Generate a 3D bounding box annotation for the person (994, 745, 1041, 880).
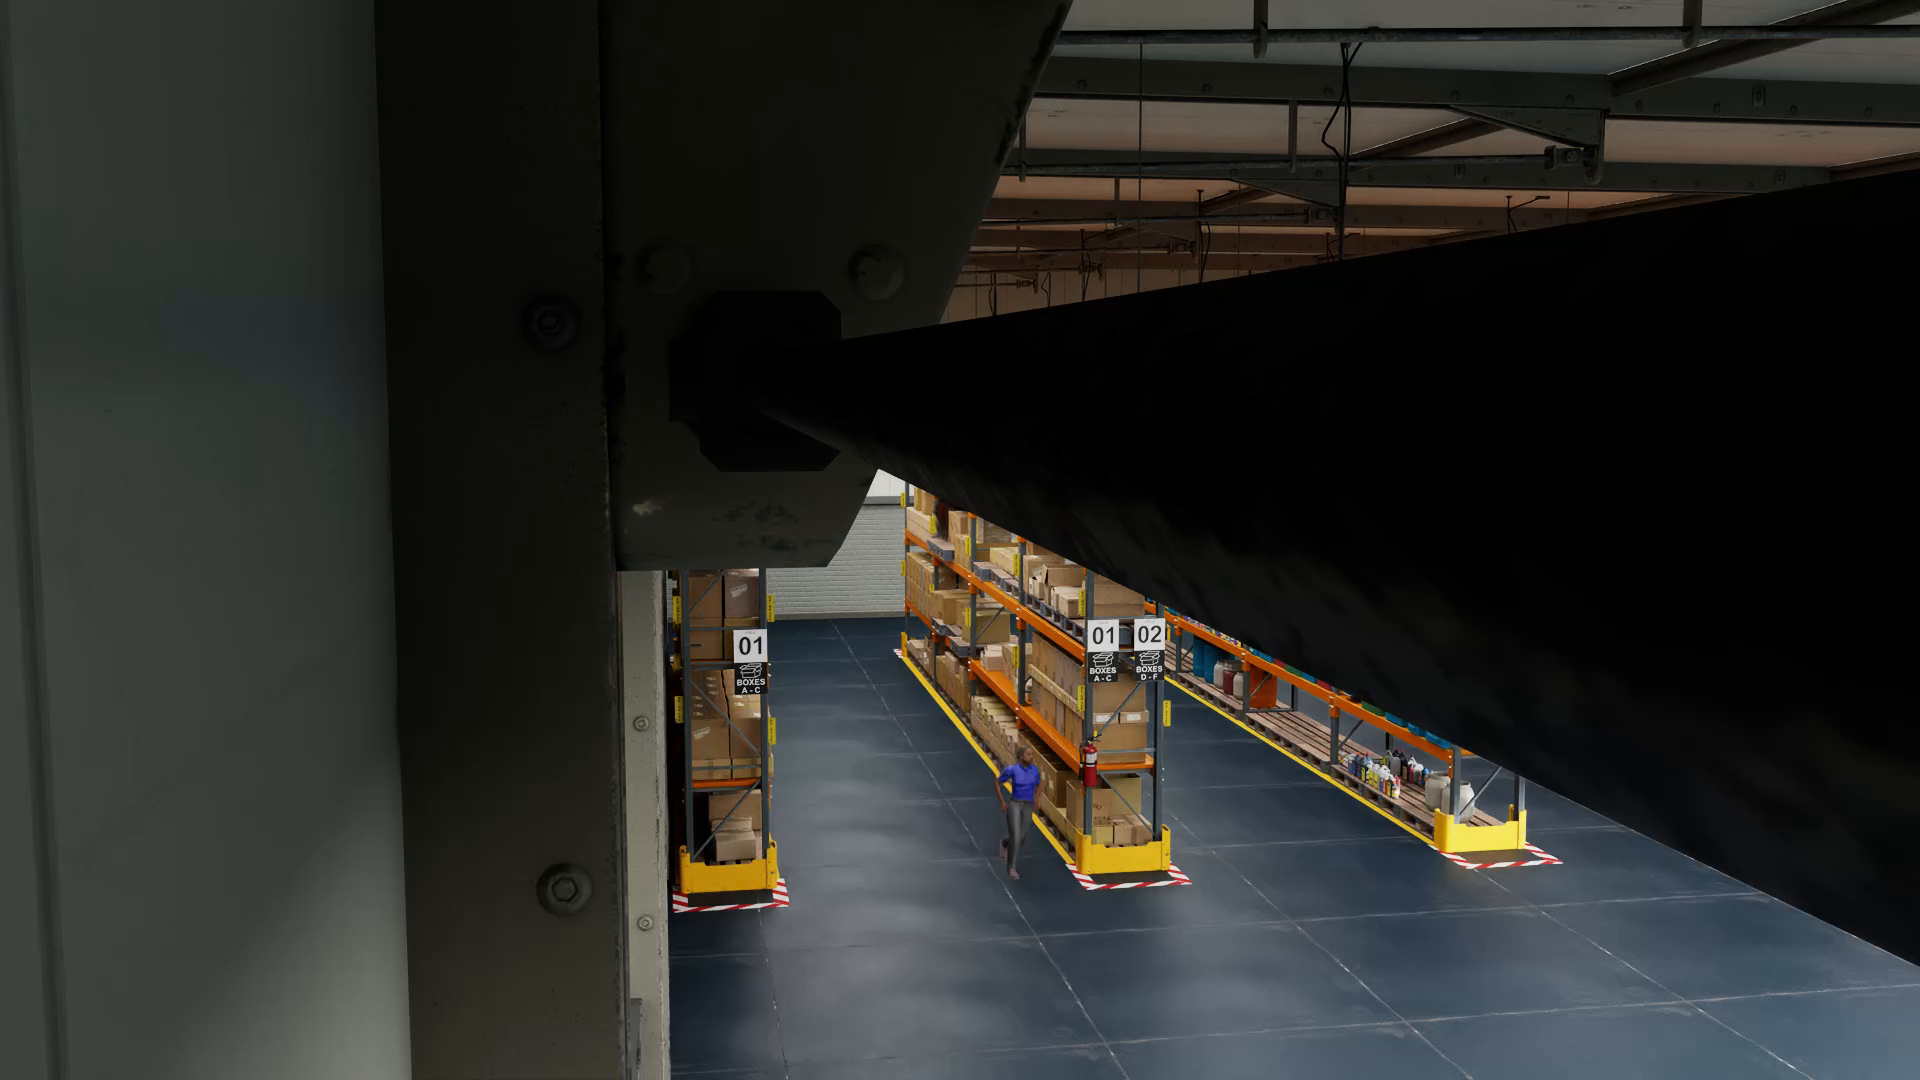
[{"bbox_3d":[0.741,3.377,20.941,0.615,1.619,0.740,-3,6,-23],"label":"person"}]
